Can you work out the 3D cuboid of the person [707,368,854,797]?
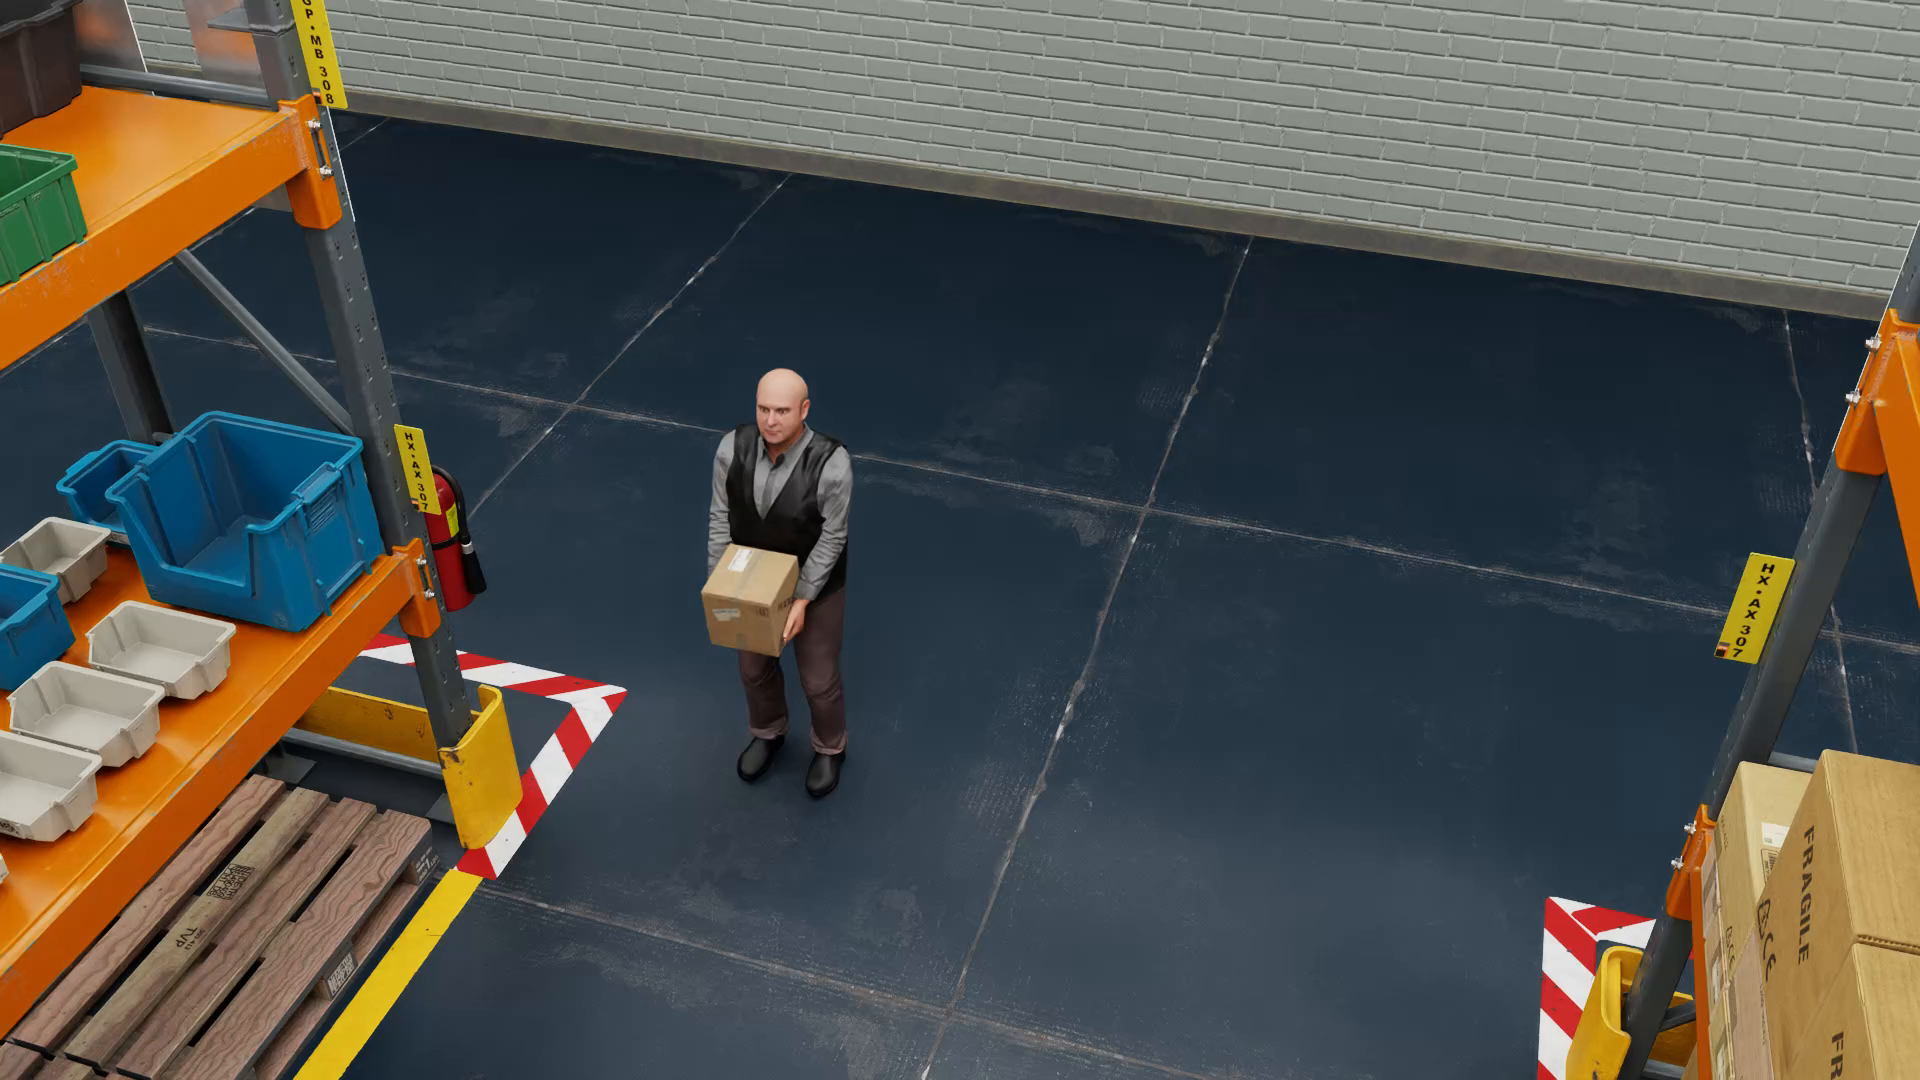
[{"bbox_3d":[-0.638,0.211,5.887,0.508,1.722,0.547,10,38,14],"label":"person"}]
